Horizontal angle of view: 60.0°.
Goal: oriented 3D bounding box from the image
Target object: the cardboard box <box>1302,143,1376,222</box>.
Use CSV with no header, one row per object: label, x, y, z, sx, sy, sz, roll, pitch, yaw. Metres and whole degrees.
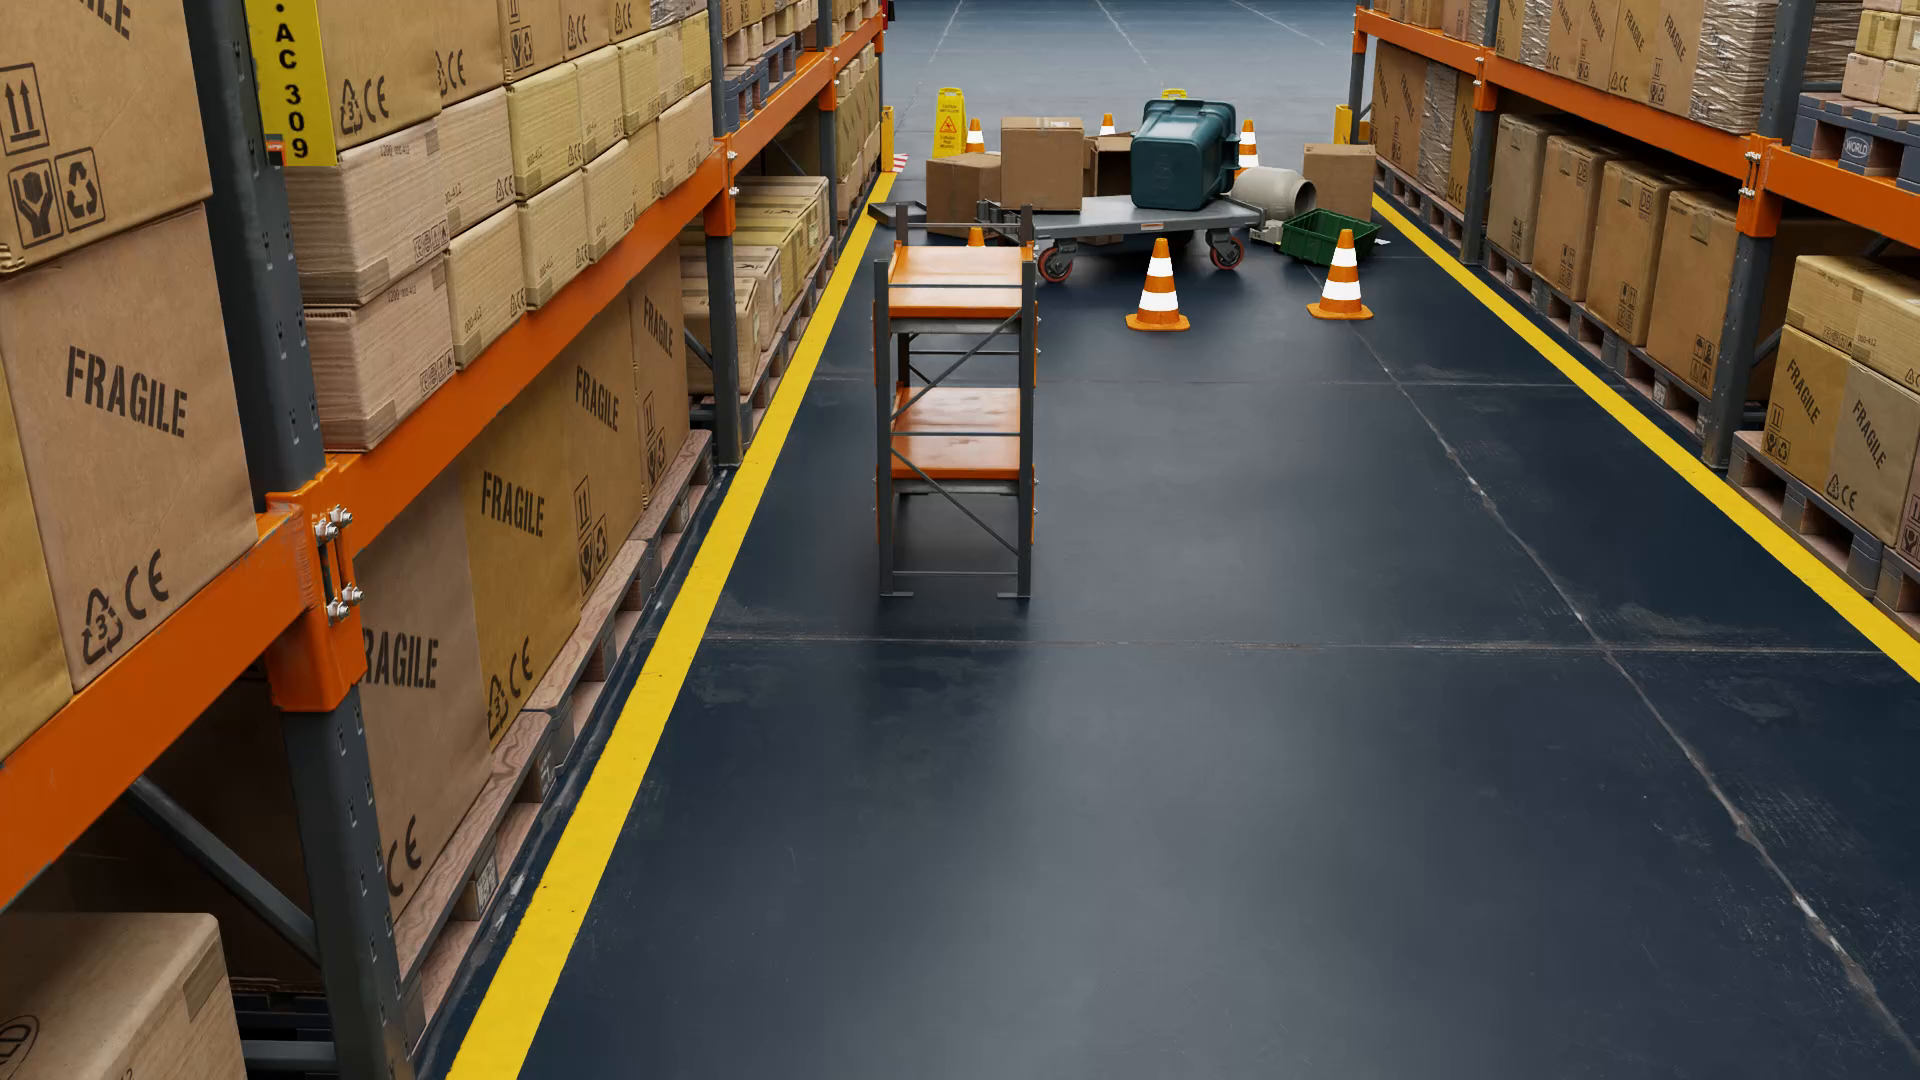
cardboard box,2.697,-2.549,11.905,0.500,0.500,0.500,4,22,11

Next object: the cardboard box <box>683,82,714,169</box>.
cardboard box,-1.153,-1.457,5.845,0.500,0.250,0.500,0,21,0

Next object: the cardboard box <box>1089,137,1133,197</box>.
cardboard box,1.303,-2.504,11.598,0.797,0.637,0.503,1,21,2

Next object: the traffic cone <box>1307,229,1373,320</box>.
traffic cone,2.125,-1.490,9.229,0.336,0.463,0.334,1,21,2

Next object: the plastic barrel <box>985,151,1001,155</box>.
plastic barrel,0.296,-2.641,12.249,0.512,0.421,0.421,18,27,38

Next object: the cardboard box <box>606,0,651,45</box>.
cardboard box,-1.181,-1.671,4.667,0.500,0.500,0.500,1,21,2

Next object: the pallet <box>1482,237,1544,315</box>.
pallet,3.727,-1.561,9.761,1.003,0.211,1.213,1,21,2

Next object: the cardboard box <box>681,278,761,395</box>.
cardboard box,-1.370,-0.888,7.222,0.950,0.372,0.625,-1,21,-2

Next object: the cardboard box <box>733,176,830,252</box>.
cardboard box,-1.289,-1.940,9.934,0.950,0.372,0.625,1,21,2

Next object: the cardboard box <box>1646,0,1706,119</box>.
cardboard box,3.315,-2.087,7.124,0.500,0.500,0.500,1,21,2

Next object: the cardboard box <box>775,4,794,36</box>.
cardboard box,-1.061,-2.680,8.556,0.380,0.149,0.250,1,21,2

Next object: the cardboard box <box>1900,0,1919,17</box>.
cardboard box,3.340,-1.789,5.436,0.380,0.149,0.250,0,21,0

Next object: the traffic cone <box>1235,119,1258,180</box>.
traffic cone,2.361,-3.228,13.709,0.336,0.463,0.334,1,21,2

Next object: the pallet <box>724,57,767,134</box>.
pallet,-1.482,-1.882,6.998,1.213,0.211,1.003,1,21,2

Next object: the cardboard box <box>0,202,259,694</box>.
cardboard box,-1.278,-0.143,2.111,0.500,0.500,0.500,1,21,2

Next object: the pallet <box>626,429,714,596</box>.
pallet,-1.497,-0.128,6.068,1.003,0.211,1.213,1,21,2

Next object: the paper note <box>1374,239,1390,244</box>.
paper note,2.790,-2.010,11.167,0.147,0.020,0.142,-16,26,-35

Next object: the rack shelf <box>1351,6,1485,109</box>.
rack shelf,3.736,-3.529,11.971,1.077,0.370,4.000,1,21,2

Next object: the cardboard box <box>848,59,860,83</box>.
cardboard box,-0.905,-3.263,11.579,0.380,0.149,0.250,2,21,5

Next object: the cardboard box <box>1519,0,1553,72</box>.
cardboard box,3.375,-2.818,9.006,0.500,0.500,0.500,1,21,2

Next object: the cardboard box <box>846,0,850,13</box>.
cardboard box,-0.992,-3.682,10.822,0.500,0.500,0.500,1,21,1

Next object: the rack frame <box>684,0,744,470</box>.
rack frame,-1.397,-1.713,6.296,1.000,3.000,0.127,1,21,2

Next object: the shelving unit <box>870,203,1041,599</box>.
shelving unit,0.000,-0.522,5.819,0.538,1.125,1.048,1,21,2

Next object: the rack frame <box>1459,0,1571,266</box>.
rack frame,3.675,-3.141,9.977,1.000,3.000,0.127,1,21,2

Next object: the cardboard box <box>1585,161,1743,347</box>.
cardboard box,3.685,-1.377,7.961,1.050,0.750,0.750,1,21,2

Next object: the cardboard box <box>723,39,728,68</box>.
cardboard box,-1.160,-2.009,6.826,0.380,0.149,0.250,-1,21,-2

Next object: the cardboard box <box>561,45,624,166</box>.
cardboard box,-1.181,-1.139,4.335,0.500,0.250,0.500,0,21,0

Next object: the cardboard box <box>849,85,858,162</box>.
cardboard box,-0.983,-2.827,11.351,0.500,0.500,0.500,1,21,4

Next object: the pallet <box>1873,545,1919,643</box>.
pallet,3.488,0.328,4.892,1.003,0.211,1.213,1,21,2

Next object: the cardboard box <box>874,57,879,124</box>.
cardboard box,-0.918,-3.576,13.283,0.500,0.500,0.500,1,21,2

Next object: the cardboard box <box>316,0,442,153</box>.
cardboard box,-1.218,-0.935,2.772,0.500,0.500,0.500,1,21,2

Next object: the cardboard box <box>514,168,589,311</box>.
cardboard box,-1.196,-0.725,3.958,0.500,0.250,0.500,0,21,1

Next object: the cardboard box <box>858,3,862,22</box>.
cardboard box,-0.921,-3.887,12.248,0.380,0.149,0.250,0,21,1

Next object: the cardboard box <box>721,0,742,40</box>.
cardboard box,-1.152,-2.254,6.561,0.500,0.500,0.500,0,21,0

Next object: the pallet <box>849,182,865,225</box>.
pallet,-1.256,-2.544,12.295,1.003,0.211,1.213,1,21,2

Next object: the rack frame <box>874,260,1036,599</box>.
rack frame,-0.016,-0.338,5.345,0.500,1.125,0.032,1,21,2

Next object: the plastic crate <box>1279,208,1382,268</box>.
plastic crate,2.371,-1.934,10.675,0.450,0.188,0.662,23,29,25

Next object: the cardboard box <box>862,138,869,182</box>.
cardboard box,-0.944,-2.847,12.441,0.500,0.250,0.500,0,21,0

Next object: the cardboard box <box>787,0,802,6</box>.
cardboard box,-1.096,-3.005,8.496,0.500,0.500,0.500,1,21,3

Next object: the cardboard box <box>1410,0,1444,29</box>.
cardboard box,3.718,-3.930,11.804,0.875,0.550,0.500,1,21,2

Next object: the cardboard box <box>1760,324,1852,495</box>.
cardboard box,3.277,-0.472,5.974,0.500,0.500,0.500,0,21,-1

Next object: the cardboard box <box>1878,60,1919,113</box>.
cardboard box,3.330,-1.517,5.558,0.380,0.149,0.250,2,21,4

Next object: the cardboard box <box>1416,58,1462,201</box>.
cardboard box,3.788,-2.899,11.710,0.875,0.875,0.875,1,21,2

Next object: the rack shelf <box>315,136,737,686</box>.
rack shelf,-1.458,-0.654,4.563,1.077,0.370,4.000,1,21,2

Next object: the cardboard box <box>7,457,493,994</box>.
cardboard box,-1.580,0.303,3.457,0.875,0.875,0.875,1,21,3
